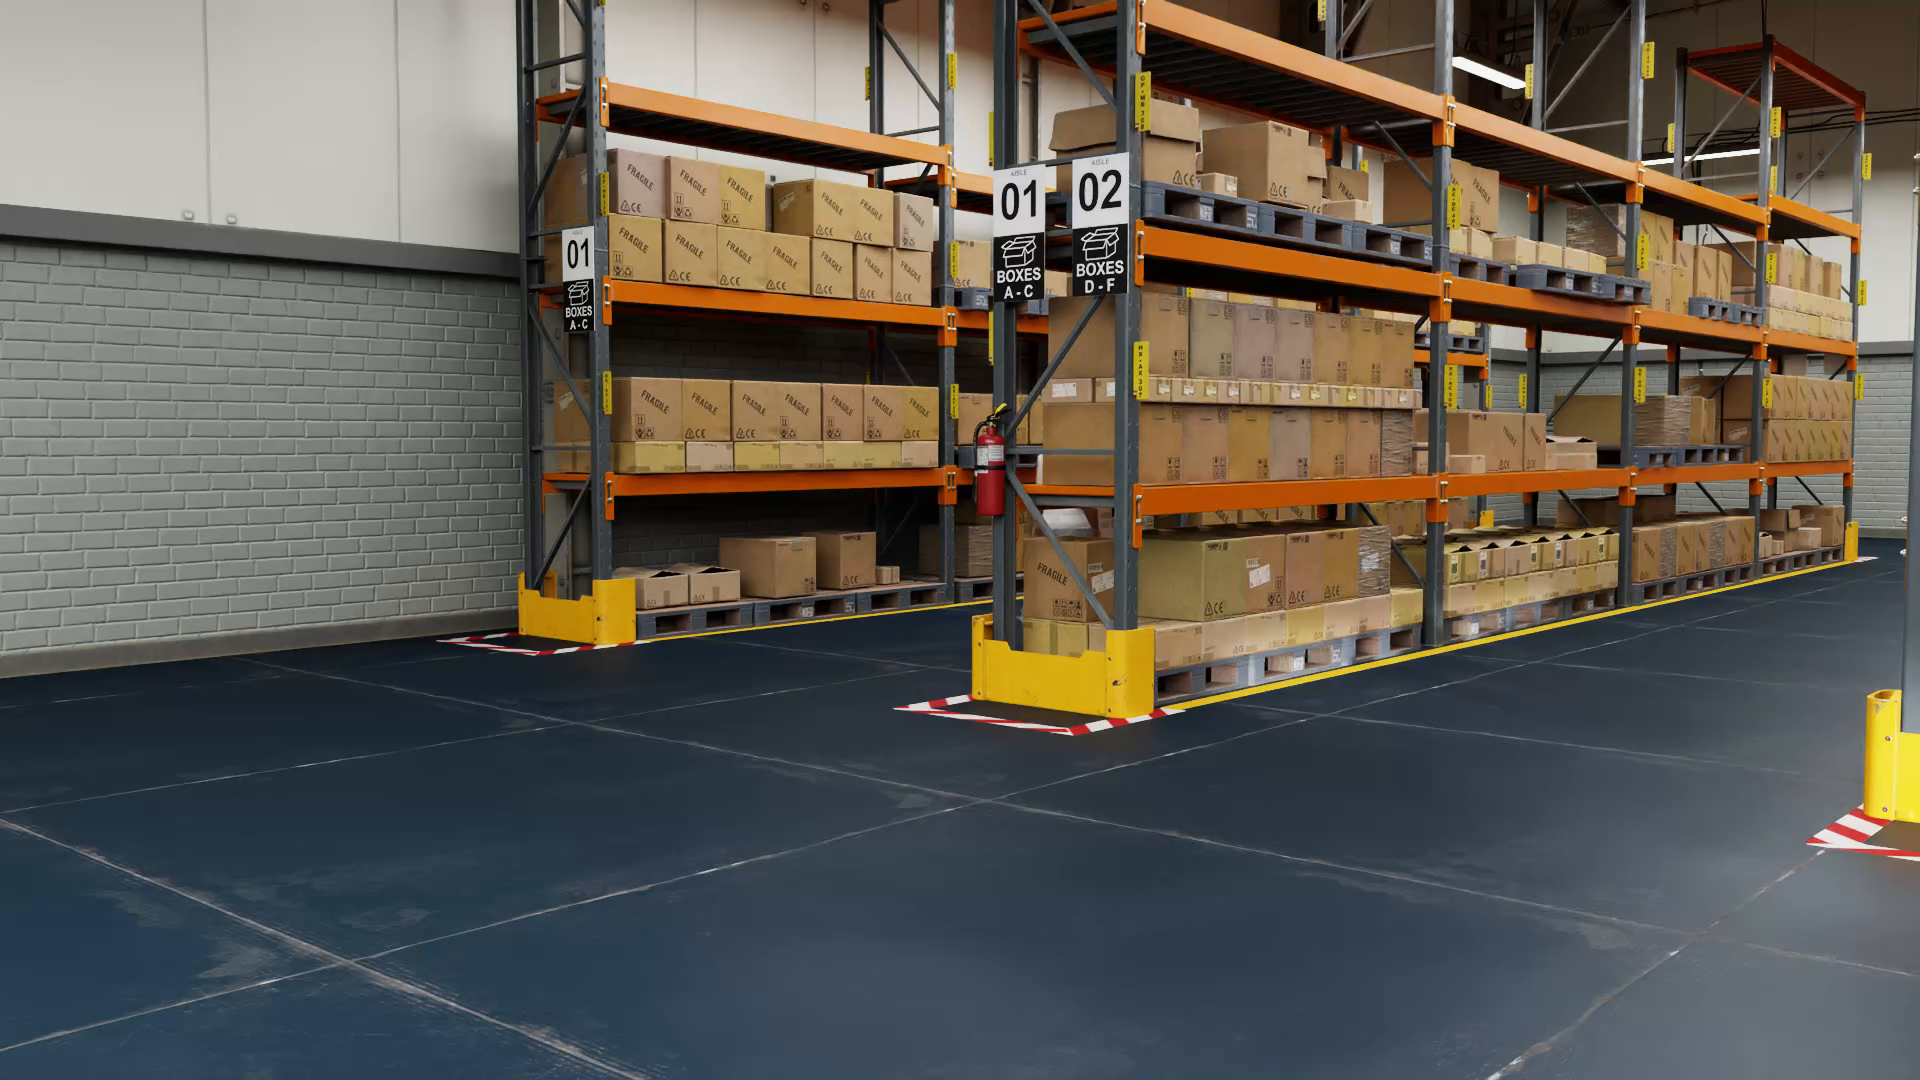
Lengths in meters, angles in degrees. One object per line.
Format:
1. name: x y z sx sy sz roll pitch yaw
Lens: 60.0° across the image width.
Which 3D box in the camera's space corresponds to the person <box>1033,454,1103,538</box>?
1. person: 0.854 -0.067 12.462 0.446 1.779 0.695 -2 4 -30
